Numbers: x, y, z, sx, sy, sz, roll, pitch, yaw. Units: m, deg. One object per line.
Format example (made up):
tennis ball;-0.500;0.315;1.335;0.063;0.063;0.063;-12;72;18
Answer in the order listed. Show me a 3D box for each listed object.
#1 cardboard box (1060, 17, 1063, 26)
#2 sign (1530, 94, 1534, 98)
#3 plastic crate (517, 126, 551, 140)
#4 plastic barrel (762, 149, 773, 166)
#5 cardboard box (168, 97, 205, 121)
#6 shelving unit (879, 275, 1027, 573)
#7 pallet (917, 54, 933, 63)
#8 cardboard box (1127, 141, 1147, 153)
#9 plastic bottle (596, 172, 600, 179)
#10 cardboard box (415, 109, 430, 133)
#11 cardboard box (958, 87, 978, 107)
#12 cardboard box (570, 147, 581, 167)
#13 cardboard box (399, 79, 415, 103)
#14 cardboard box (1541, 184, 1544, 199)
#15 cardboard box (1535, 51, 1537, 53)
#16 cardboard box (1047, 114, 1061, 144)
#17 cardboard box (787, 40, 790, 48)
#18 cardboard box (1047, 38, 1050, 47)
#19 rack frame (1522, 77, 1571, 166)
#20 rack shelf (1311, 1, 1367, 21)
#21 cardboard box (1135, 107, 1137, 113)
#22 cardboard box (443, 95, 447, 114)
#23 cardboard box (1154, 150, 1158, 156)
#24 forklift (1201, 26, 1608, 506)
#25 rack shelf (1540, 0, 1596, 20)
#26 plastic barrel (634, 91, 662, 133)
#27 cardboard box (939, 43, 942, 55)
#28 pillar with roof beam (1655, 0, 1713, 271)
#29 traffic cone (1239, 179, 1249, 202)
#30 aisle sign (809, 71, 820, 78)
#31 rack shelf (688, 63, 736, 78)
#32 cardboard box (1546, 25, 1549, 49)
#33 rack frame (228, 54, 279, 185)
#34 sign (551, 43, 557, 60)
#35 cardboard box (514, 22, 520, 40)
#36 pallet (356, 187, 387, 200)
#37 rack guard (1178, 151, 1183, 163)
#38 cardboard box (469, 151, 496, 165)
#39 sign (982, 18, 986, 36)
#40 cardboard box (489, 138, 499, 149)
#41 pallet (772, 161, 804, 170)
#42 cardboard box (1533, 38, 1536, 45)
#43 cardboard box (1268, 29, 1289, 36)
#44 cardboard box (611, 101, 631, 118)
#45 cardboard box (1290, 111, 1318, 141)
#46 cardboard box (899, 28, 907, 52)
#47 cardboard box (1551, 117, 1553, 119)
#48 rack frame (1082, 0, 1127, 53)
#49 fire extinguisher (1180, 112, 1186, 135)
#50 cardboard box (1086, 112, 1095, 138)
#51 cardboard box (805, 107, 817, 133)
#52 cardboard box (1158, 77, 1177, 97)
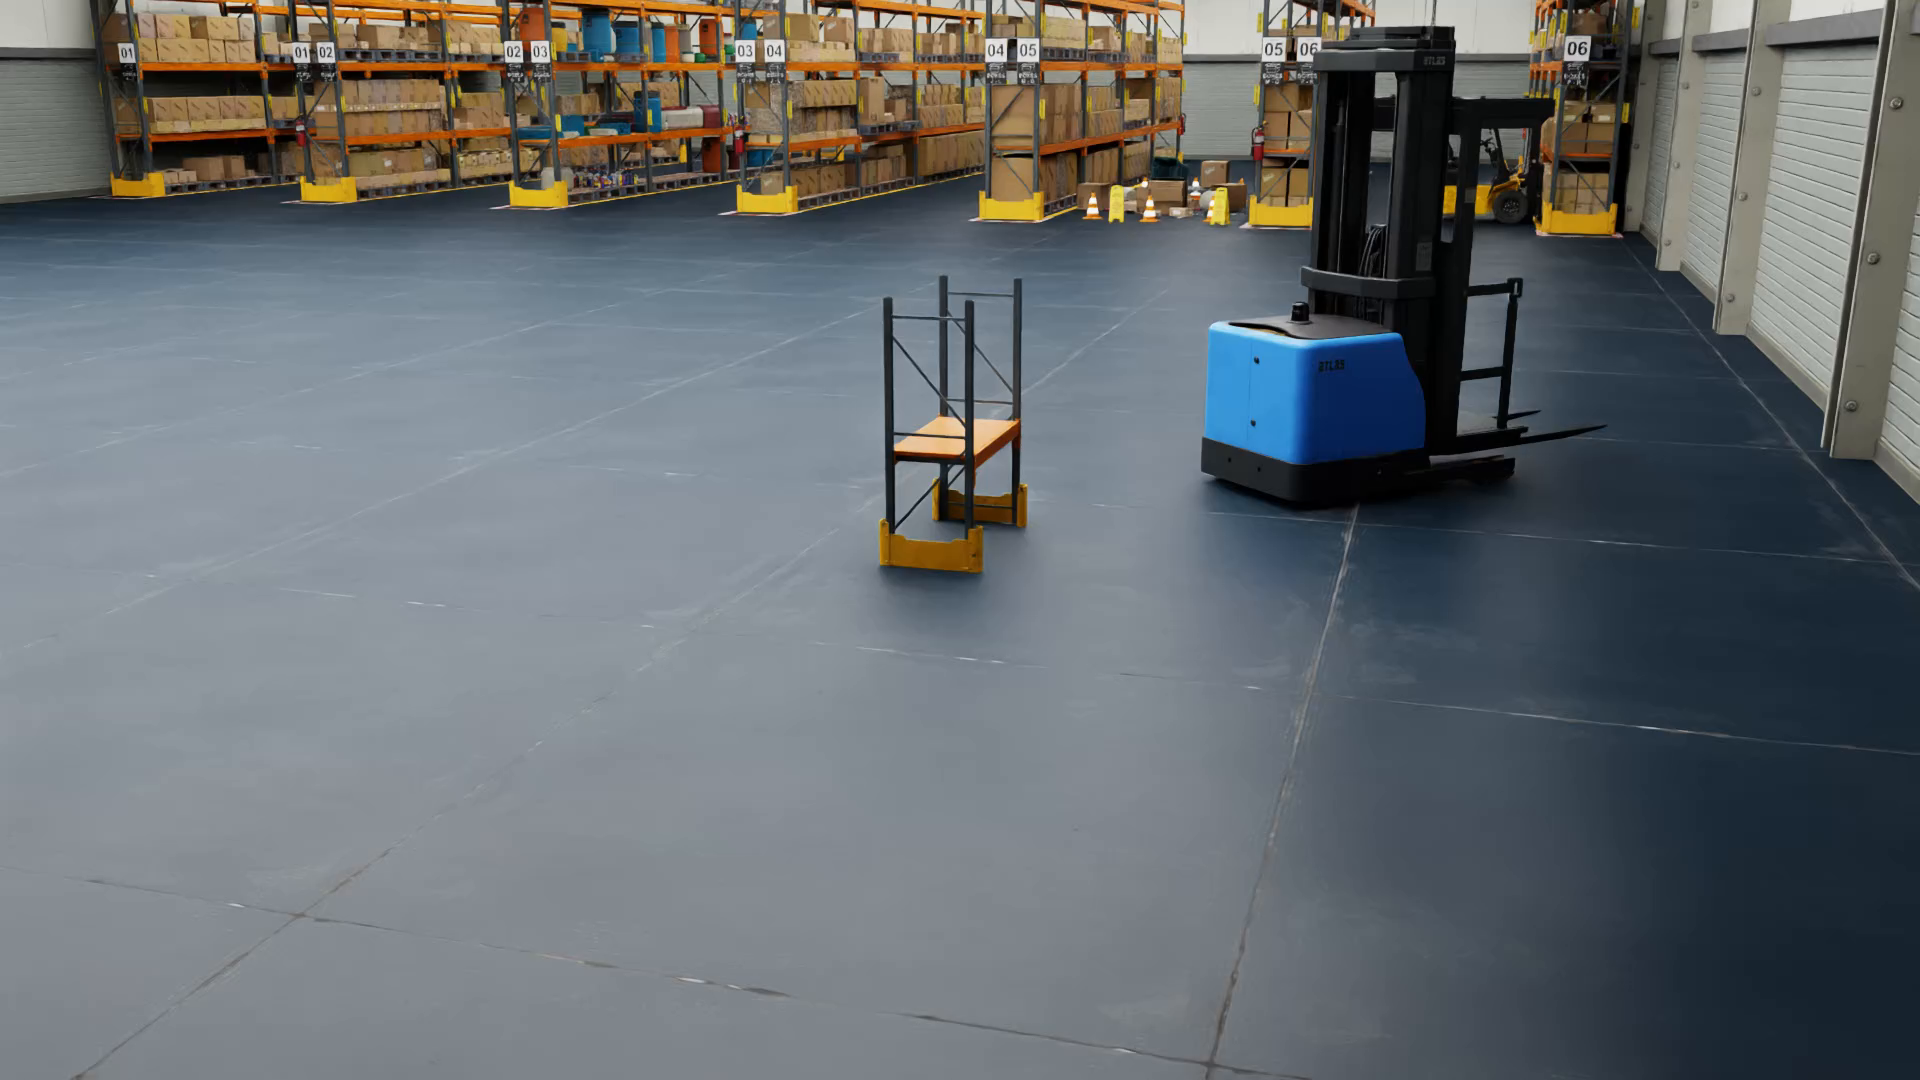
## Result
cardboard box;1.722;-9.762;31.297;0.380;0.149;0.250;4;16;15
sign;13.382;-10.265;38.937;0.100;0.325;0.005;5;16;16
plastic crate;-8.660;-8.288;33.826;0.499;0.251;0.616;5;16;16
plastic barrel;-5.276;-10.397;44.063;0.600;0.901;0.708;5;16;16
cardboard box;-17.287;-9.637;37.173;0.500;0.500;0.500;4;16;14
shelving unit;-0.022;-0.702;9.554;0.587;1.500;1.083;5;16;16
pallet;-1.361;-11.439;39.512;1.213;0.211;1.003;5;17;18
cardboard box;4.242;-9.562;40.483;0.500;0.250;0.500;5;17;19
plastic bottle;-7.931;-7.925;36.466;0.097;0.271;0.097;0;16;0
cardboard box;-12.391;-9.430;37.397;0.700;0.500;0.500;4;16;15
cardboard box;0.172;-11.627;43.678;0.500;0.500;0.500;5;16;16
cardboard box;-10.296;-10.058;43.568;0.500;0.500;0.500;4;16;15
cardboard box;-12.532;-9.930;36.780;0.700;0.500;0.500;5;16;16
cardboard box;10.613;-6.208;29.571;0.500;0.250;0.500;4;16;15
cardboard box;13.940;-11.605;39.480;0.500;0.250;0.500;4;16;14
cardboard box;1.437;-7.866;31.789;0.875;0.550;0.550;5;16;16
cardboard box;-3.467;-9.438;31.656;0.380;0.149;0.250;5;16;15
cardboard box;1.436;-9.114;30.477;0.380;0.149;0.250;5;17;16
rack frame;15.042;-10.855;42.603;1.000;3.000;0.127;5;16;16
rack shelf;8.576;-12.017;37.757;1.077;0.370;4.000;5;16;16
cardboard box;4.001;-10.247;39.604;0.380;0.149;0.250;5;17;18
cardboard box;-14.493;-12.174;46.488;0.500;0.500;0.500;4;16;15
cardboard box;4.879;-9.948;42.771;0.380;0.149;0.250;4;16;14
forklift;3.162;-1.897;11.145;3.031;2.935;1.130;-9;18;-28
rack shelf;13.337;-11.633;36.403;1.077;0.370;4.000;5;16;16
plastic barrel;-6.979;-9.571;37.157;0.600;0.901;0.708;5;16;16
cardboard box;-0.755;-12.283;41.535;0.500;0.311;0.500;4;16;14
pillar with roof beam;5.724;-8.432;23.065;9.100;9.000;0.400;5;16;16
traffic cone;5.881;-7.312;34.761;0.336;0.463;0.334;5;16;16
aisle sign;-4.233;-13.684;47.813;0.394;0.787;0.004;5;16;16
rack shelf;-5.674;-11.919;42.175;1.077;0.370;4.000;5;16;16
cardboard box;12.329;-10.333;34.129;0.500;0.500;0.500;5;17;16
rack frame;-16.877;-10.020;39.661;1.000;3.000;0.127;5;16;16
sign;-7.989;-9.609;32.698;0.100;0.325;0.005;5;16;16
cardboard box;-10.860;-12.770;41.841;0.500;0.500;0.500;5;16;16
pallet;-13.086;-7.453;35.717;1.003;0.211;1.213;5;16;16
rack guard;5.485;-10.374;45.488;1.175;0.500;0.348;5;16;16
cardboard box;-11.477;-9.141;39.802;0.500;0.311;0.500;4;16;14
sign;0.444;-9.287;30.101;0.100;0.325;0.005;5;16;16
cardboard box;-13.999;-11.566;48.920;0.700;0.500;0.500;5;17;17
pallet;-4.934;-10.199;45.400;1.003;0.211;1.213;5;16;16
cardboard box;13.399;-11.480;38.272;0.380;0.149;0.250;5;17;17
cardboard box;5.548;-8.870;29.108;0.380;0.149;0.250;5;17;16
cardboard box;-9.447;-11.891;46.071;0.500;0.500;0.500;5;17;17
cardboard box;6.135;-7.347;29.506;0.500;0.500;0.500;4;16;15
cardboard box;-1.524;-11.367;37.812;0.500;0.500;0.500;5;16;16
cardboard box;10.897;-7.680;30.038;0.380;0.149;0.250;4;16;14
rack frame;3.233;-12.390;37.020;1.000;3.000;0.127;5;16;16
fire extinguisher;6.021;-11.410;45.385;0.296;0.674;0.183;5;16;16
cardboard box;2.504;-8.622;34.546;0.500;0.500;0.500;5;17;16
cardboard box;-3.374;-8.422;33.297;0.875;0.500;0.500;5;16;16
cardboard box;5.471;-11.997;44.069;0.500;0.500;0.500;4;16;14
